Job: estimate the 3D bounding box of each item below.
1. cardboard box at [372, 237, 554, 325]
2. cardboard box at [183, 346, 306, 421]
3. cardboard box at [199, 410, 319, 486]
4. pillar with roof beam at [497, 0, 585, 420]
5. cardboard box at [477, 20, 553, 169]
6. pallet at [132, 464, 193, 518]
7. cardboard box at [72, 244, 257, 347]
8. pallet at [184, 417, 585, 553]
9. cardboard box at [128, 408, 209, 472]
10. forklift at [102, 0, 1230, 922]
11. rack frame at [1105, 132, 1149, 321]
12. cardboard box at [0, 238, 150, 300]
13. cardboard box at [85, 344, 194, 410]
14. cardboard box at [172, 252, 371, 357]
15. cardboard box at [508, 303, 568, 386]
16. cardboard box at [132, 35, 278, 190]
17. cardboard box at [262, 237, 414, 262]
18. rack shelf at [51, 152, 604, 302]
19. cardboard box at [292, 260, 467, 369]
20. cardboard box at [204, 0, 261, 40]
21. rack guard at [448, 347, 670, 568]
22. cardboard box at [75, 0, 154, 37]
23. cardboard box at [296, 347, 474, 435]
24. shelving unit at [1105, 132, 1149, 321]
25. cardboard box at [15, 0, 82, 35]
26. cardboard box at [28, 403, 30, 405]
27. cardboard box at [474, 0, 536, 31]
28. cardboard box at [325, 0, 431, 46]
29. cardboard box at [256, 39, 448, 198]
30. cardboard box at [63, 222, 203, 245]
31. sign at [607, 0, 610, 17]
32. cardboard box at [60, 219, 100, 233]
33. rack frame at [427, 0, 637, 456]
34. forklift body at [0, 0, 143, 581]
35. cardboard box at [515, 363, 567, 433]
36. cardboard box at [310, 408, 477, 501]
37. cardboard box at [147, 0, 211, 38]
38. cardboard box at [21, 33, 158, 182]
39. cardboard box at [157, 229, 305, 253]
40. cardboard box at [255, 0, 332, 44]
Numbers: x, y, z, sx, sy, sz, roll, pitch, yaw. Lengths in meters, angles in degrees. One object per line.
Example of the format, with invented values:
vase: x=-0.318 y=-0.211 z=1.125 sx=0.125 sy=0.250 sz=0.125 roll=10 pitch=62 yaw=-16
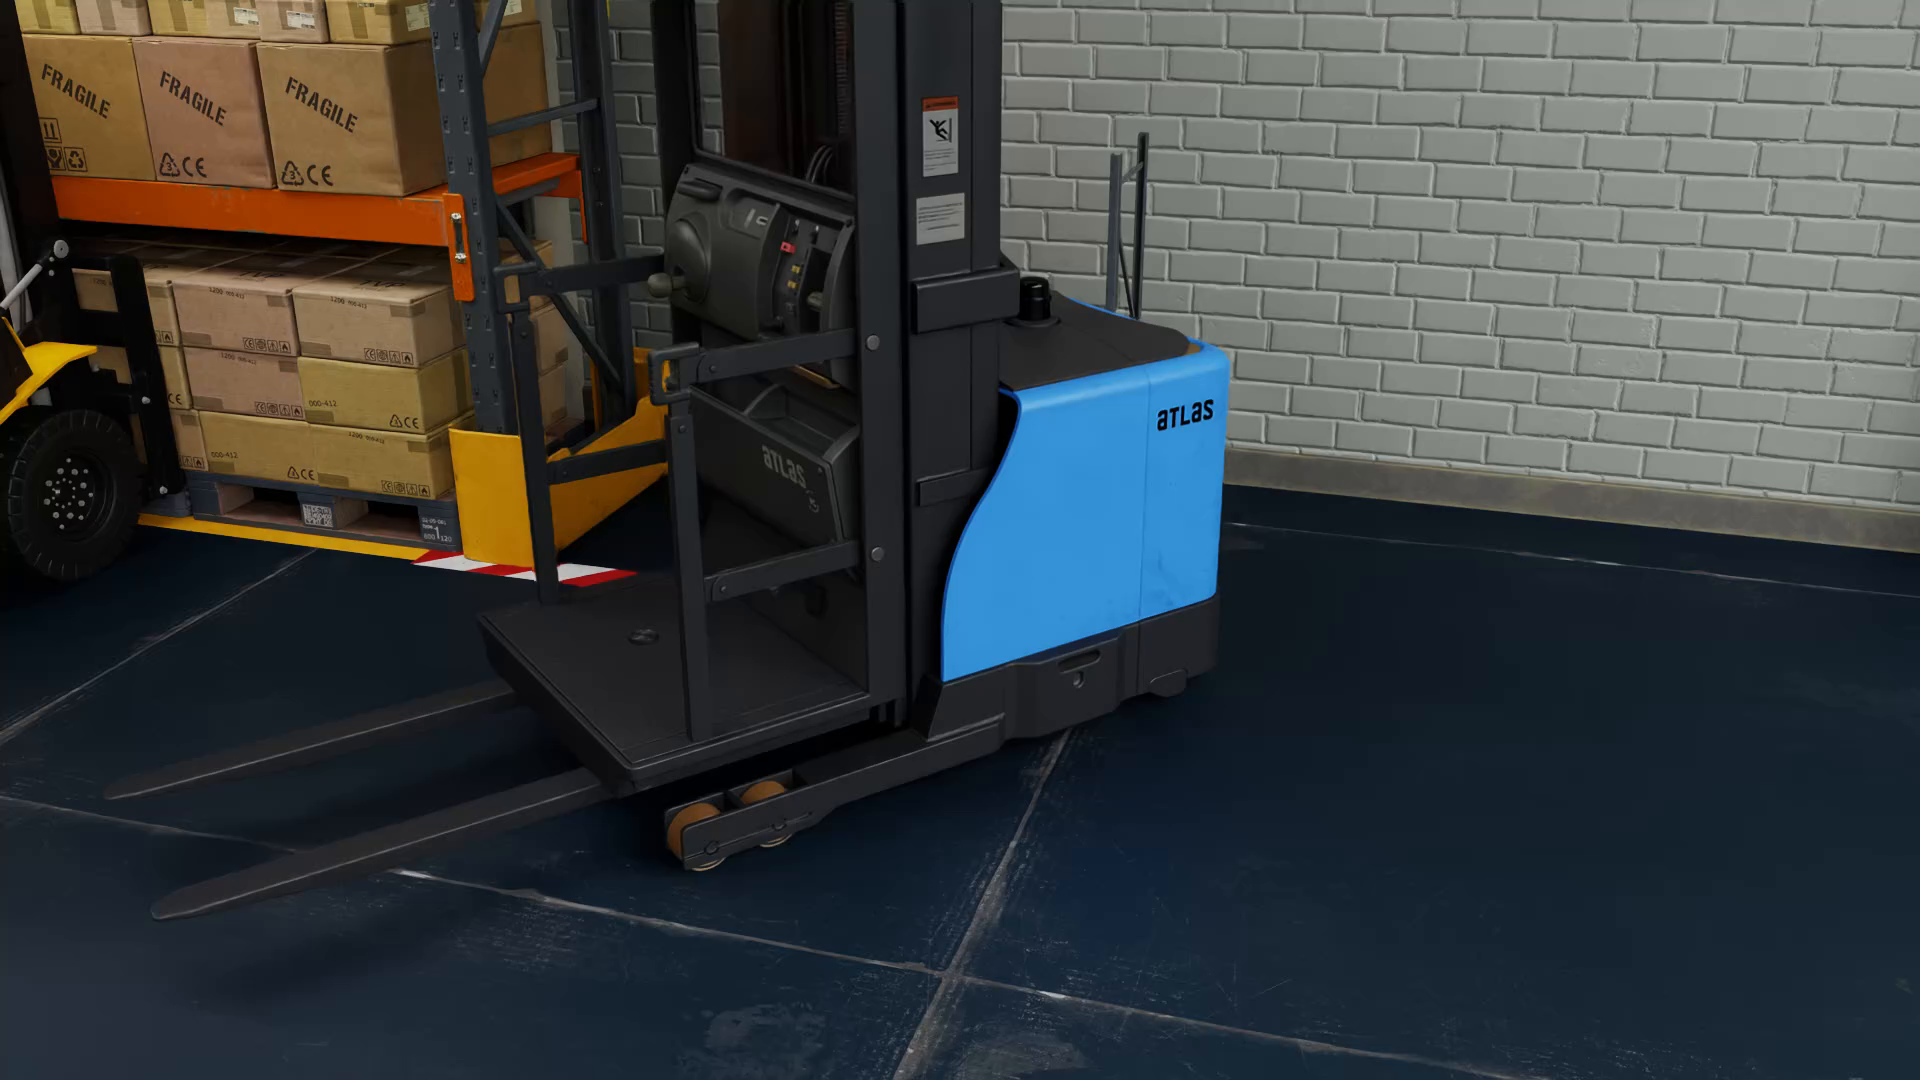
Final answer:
cardboard box: x=-1.942 y=-1.021 z=6.560 sx=0.500 sy=0.250 sz=0.500 roll=6 pitch=23 yaw=15
cardboard box: x=-2.570 y=-0.667 z=6.356 sx=0.500 sy=0.250 sz=0.500 roll=6 pitch=23 yaw=15
cardboard box: x=-2.551 y=-0.432 z=6.441 sx=0.500 sy=0.250 sz=0.500 roll=7 pitch=23 yaw=15
pillar with roof beam: x=-3.187 y=-3.131 z=2.044 sx=0.400 sy=9.000 sz=9.100 roll=7 pitch=23 yaw=16
cardboard box: x=-1.931 y=-1.717 z=6.371 sx=0.500 sy=0.500 sz=0.500 roll=7 pitch=23 yaw=17
pallet: x=-3.445 y=-0.428 z=7.036 sx=1.213 sy=0.211 sz=1.003 roll=7 pitch=23 yaw=15
cardboard box: x=-3.044 y=-0.943 z=6.368 sx=0.500 sy=0.250 sz=0.500 roll=7 pitch=23 yaw=16
pallet: x=-2.281 y=-0.294 z=6.708 sx=1.213 sy=0.211 sz=1.003 roll=7 pitch=23 yaw=16
cardboard box: x=-3.028 y=-0.490 z=6.582 sx=0.500 sy=0.250 sz=0.500 roll=7 pitch=23 yaw=16
forklift: x=-0.708 y=-0.745 z=4.223 sx=3.031 sy=2.935 sz=1.130 roll=-15 pitch=26 yaw=-32
rack frame: x=0.568 y=-0.629 z=5.827 sx=0.032 sy=1.500 sz=0.500 roll=7 pitch=23 yaw=16
cardboard box: x=-3.527 y=-1.001 z=6.510 sx=0.500 sy=0.250 sz=0.500 roll=6 pitch=23 yaw=14
cardboard box: x=-3.071 y=-0.716 z=6.475 sx=0.500 sy=0.250 sz=0.500 roll=6 pitch=23 yaw=14
cardboard box: x=-2.558 y=-0.891 z=6.242 sx=0.500 sy=0.250 sz=0.500 roll=7 pitch=23 yaw=16
cardboard box: x=-1.927 y=-0.796 z=6.668 sx=0.500 sy=0.250 sz=0.500 roll=7 pitch=23 yaw=16
cardboard box: x=-2.578 y=-1.580 z=6.038 sx=0.500 sy=0.500 sz=0.500 roll=7 pitch=23 yaw=17
cardboard box: x=-2.422 y=-1.075 z=6.690 sx=0.500 sy=0.250 sz=0.500 roll=7 pitch=23 yaw=16
rack shelf: x=-3.452 y=-1.402 z=6.683 sx=4.000 sy=0.370 sz=1.077 roll=7 pitch=23 yaw=16
cardboard box: x=-2.068 y=-0.837 z=6.111 sx=0.500 sy=0.250 sz=0.500 roll=7 pitch=23 yaw=17
cardboard box: x=-2.434 y=-1.866 z=5.880 sx=0.250 sy=0.149 sz=0.380 roll=7 pitch=23 yaw=17
rack guard: x=-1.514 y=-0.356 z=6.480 sx=0.348 sy=0.500 sz=1.175 roll=7 pitch=23 yaw=16
cardboard box: x=-2.937 y=-1.909 z=5.985 sx=0.250 sy=0.149 sz=0.380 roll=6 pitch=23 yaw=14
cardboard box: x=-2.093 y=-0.609 z=6.212 sx=0.500 sy=0.250 sz=0.500 roll=6 pitch=23 yaw=15
shelving unit: x=0.073 y=-0.686 z=5.965 sx=1.083 sy=1.500 sz=0.587 roll=7 pitch=23 yaw=16
cardboard box: x=-3.185 y=-1.930 z=6.035 sx=0.250 sy=0.149 sz=0.380 roll=7 pitch=23 yaw=16
cardboard box: x=-3.531 y=-0.539 z=6.701 sx=0.500 sy=0.250 sz=0.500 roll=7 pitch=23 yaw=17
cardboard box: x=-1.787 y=-1.993 z=6.190 sx=0.250 sy=0.149 sz=0.380 roll=6 pitch=23 yaw=14
cardboard box: x=-1.950 y=-1.798 z=5.714 sx=0.250 sy=0.149 sz=0.380 roll=7 pitch=23 yaw=16
cardboard box: x=-2.084 y=-1.520 z=5.892 sx=0.500 sy=0.500 sz=0.500 roll=6 pitch=23 yaw=14
cardboard box: x=-3.386 y=-1.192 z=6.977 sx=0.500 sy=0.250 sz=0.500 roll=6 pitch=23 yaw=14
sign: x=-1.371 y=-2.153 z=6.322 sx=0.005 sy=0.325 sz=0.100 roll=7 pitch=23 yaw=16
cardboard box: x=-3.870 y=-1.244 z=7.104 sx=0.500 sy=0.250 sz=0.500 roll=7 pitch=23 yaw=16
rack frame: x=-1.537 y=-1.515 z=6.012 sx=0.127 sy=3.000 sz=1.000 roll=7 pitch=23 yaw=16
forklift body: x=-3.879 y=-0.668 z=5.064 sx=1.214 sy=2.155 sz=2.313 roll=7 pitch=23 yaw=16
cardboard box: x=-1.951 y=-0.562 z=6.758 sx=0.500 sy=0.250 sz=0.500 roll=7 pitch=23 yaw=16
cardboard box: x=-2.078 y=-0.374 z=6.299 sx=0.500 sy=0.250 sz=0.500 roll=7 pitch=23 yaw=16
cardboard box: x=-2.668 y=-1.897 z=5.956 sx=0.250 sy=0.149 sz=0.380 roll=6 pitch=23 yaw=15
cardboard box: x=-3.069 y=-1.636 z=6.175 sx=0.500 sy=0.500 sz=0.500 roll=6 pitch=23 yaw=14
cardboard box: x=-2.897 y=-1.134 z=6.834 sx=0.500 sy=0.250 sz=0.500 roll=6 pitch=23 yaw=15
cardboard box: x=-2.203 y=-1.815 z=5.756 sx=0.250 sy=0.149 sz=0.380 roll=7 pitch=23 yaw=16
